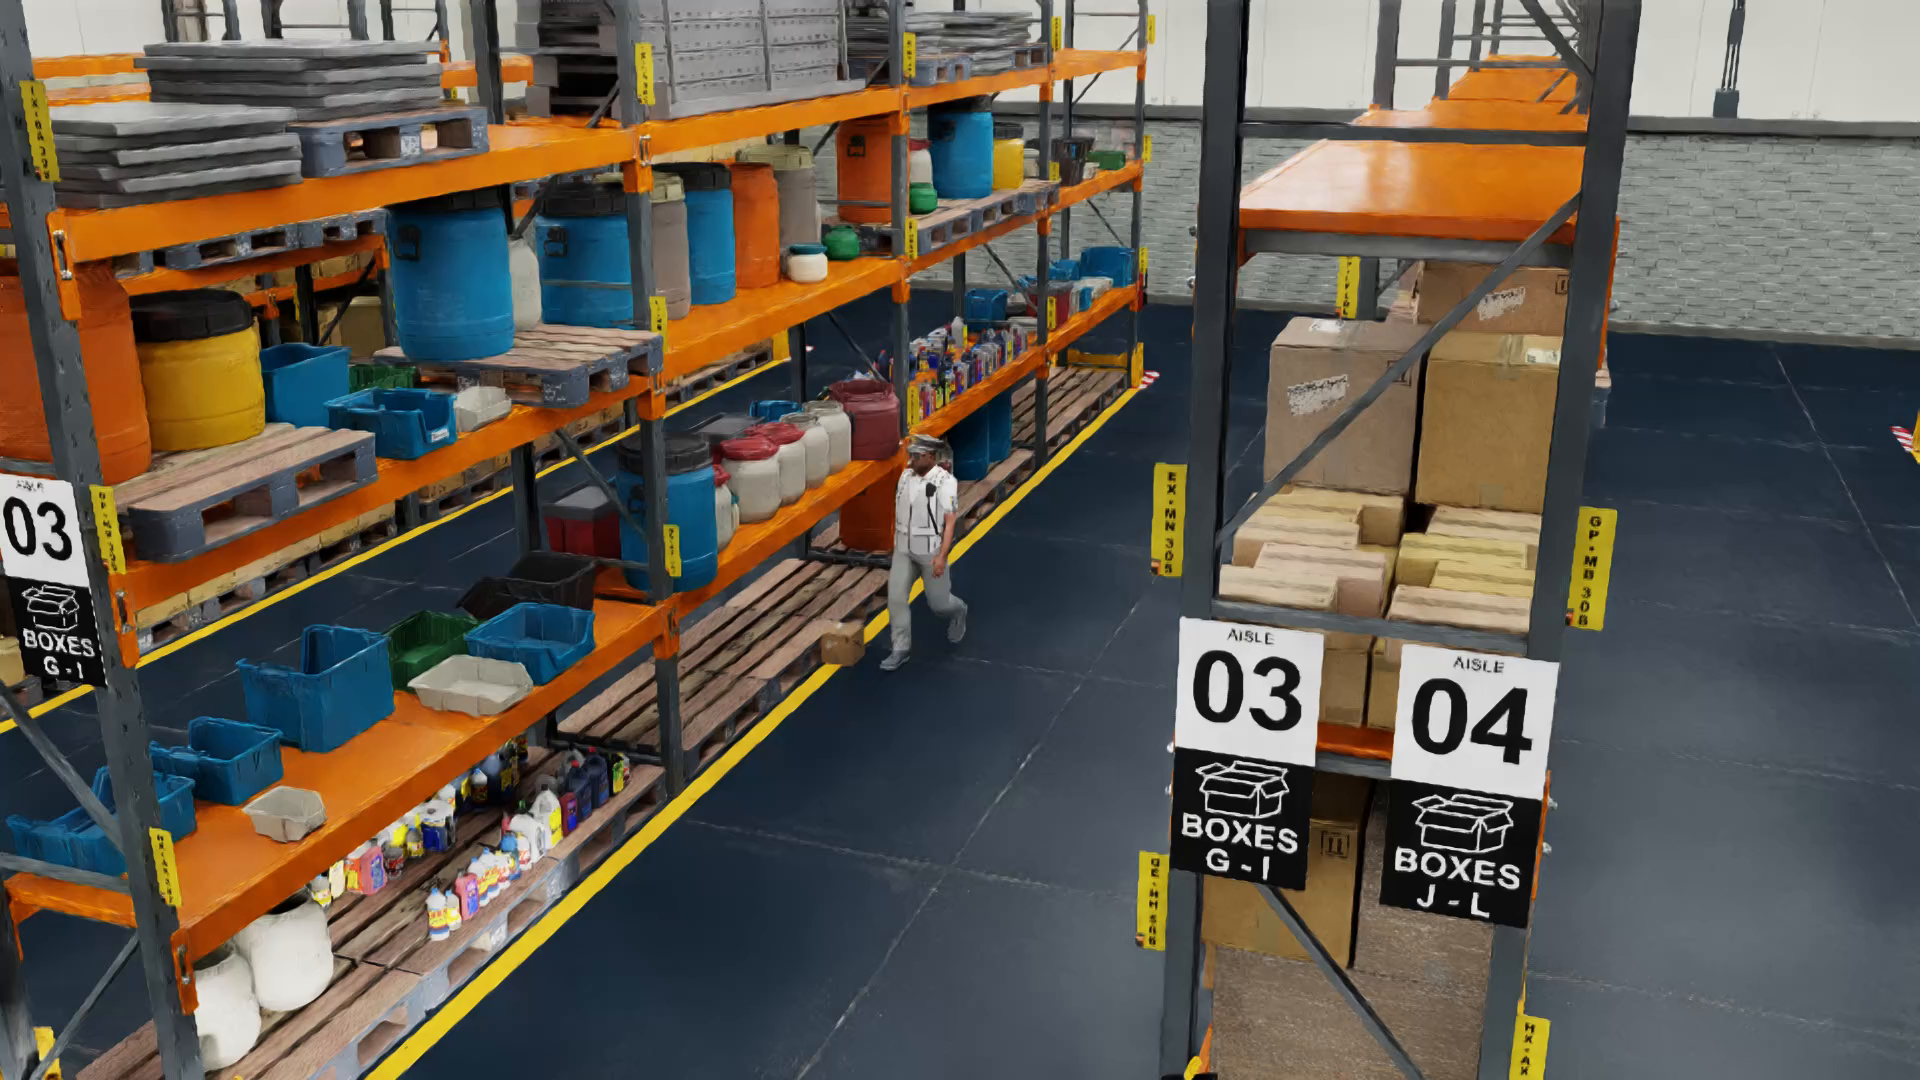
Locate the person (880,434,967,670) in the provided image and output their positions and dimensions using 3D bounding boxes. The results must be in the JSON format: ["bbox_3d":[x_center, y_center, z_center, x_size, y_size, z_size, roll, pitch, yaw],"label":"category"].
[{"bbox_3d":[-0.288,0.056,12.385,0.543,1.721,0.892,9,21,26],"label":"person"}]
